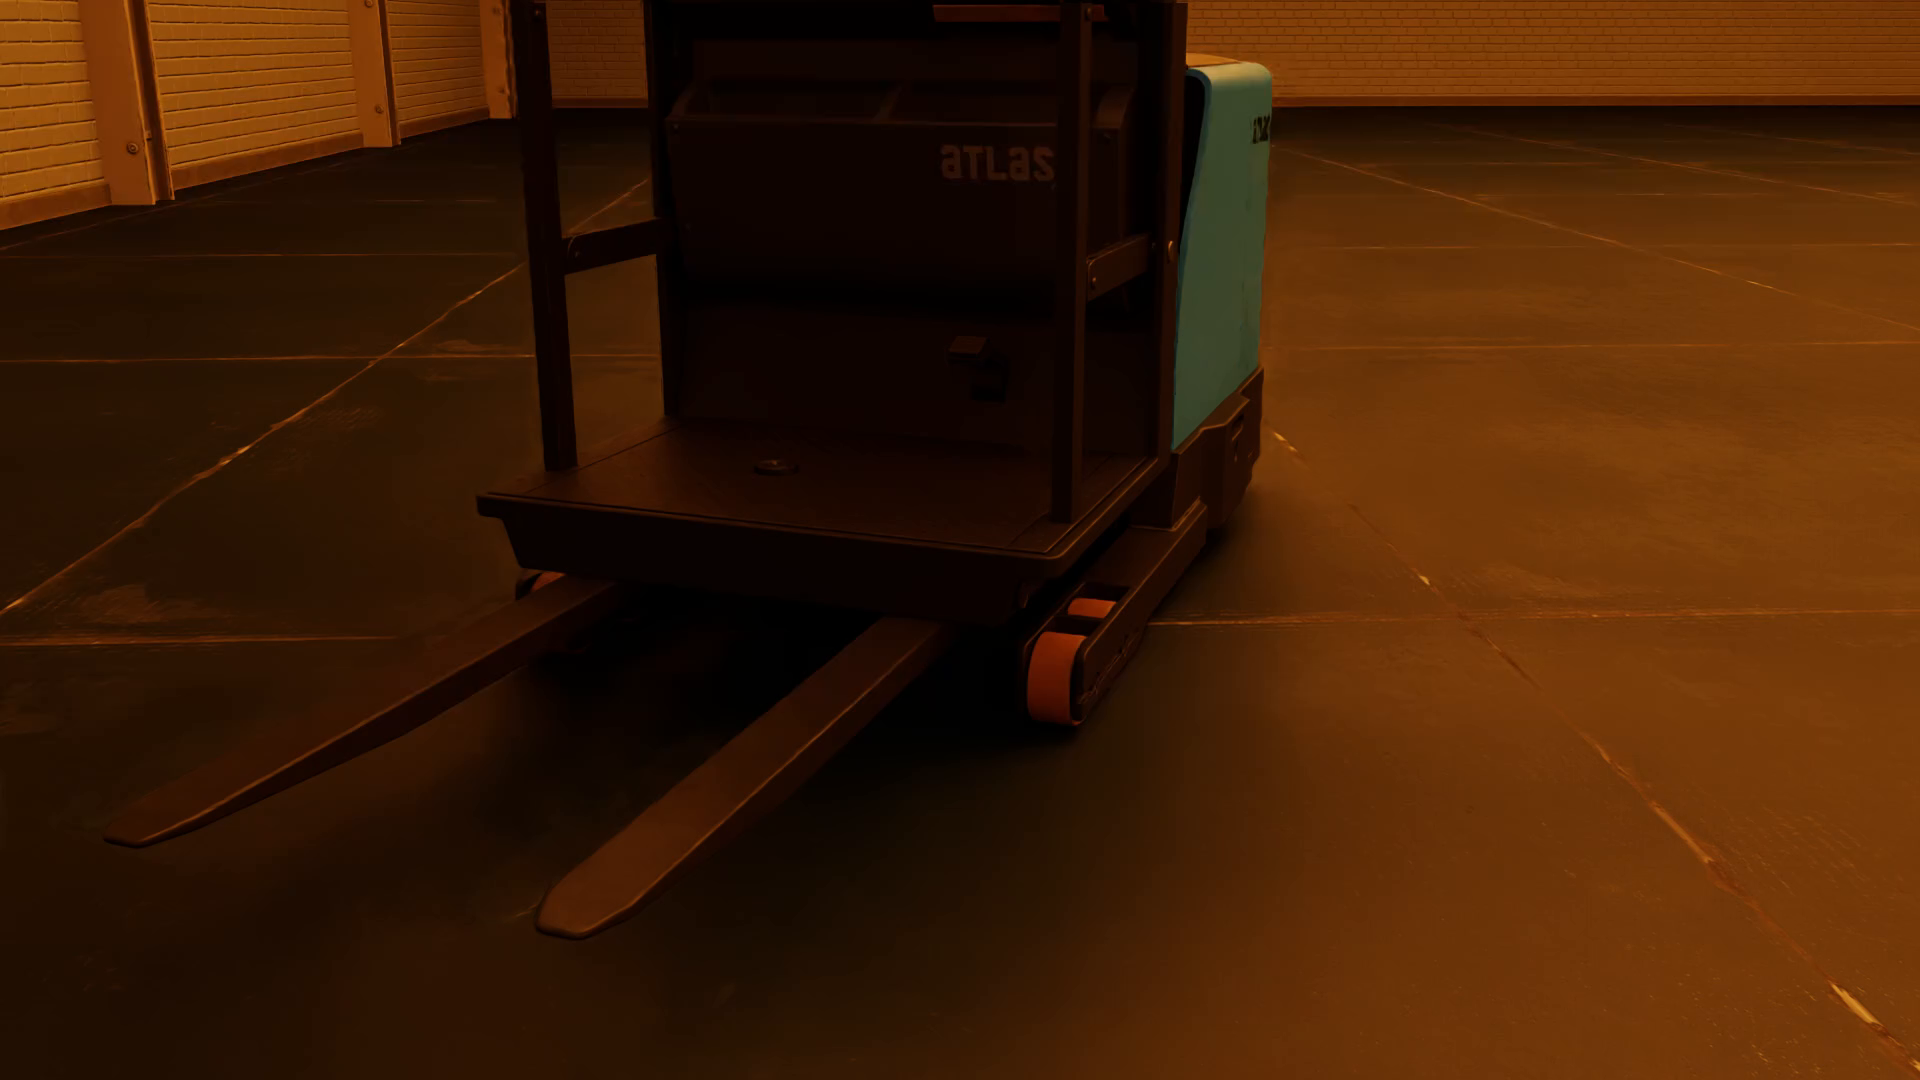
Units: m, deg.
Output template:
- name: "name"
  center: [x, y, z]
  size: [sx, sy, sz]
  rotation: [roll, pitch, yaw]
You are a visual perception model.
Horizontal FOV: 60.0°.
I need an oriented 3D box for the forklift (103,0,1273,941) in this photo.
- name: "forklift"
  center: [-0.195, -1.214, 2.878]
  size: [1.130, 2.935, 3.031]
  rotation: [6, 18, 19]
